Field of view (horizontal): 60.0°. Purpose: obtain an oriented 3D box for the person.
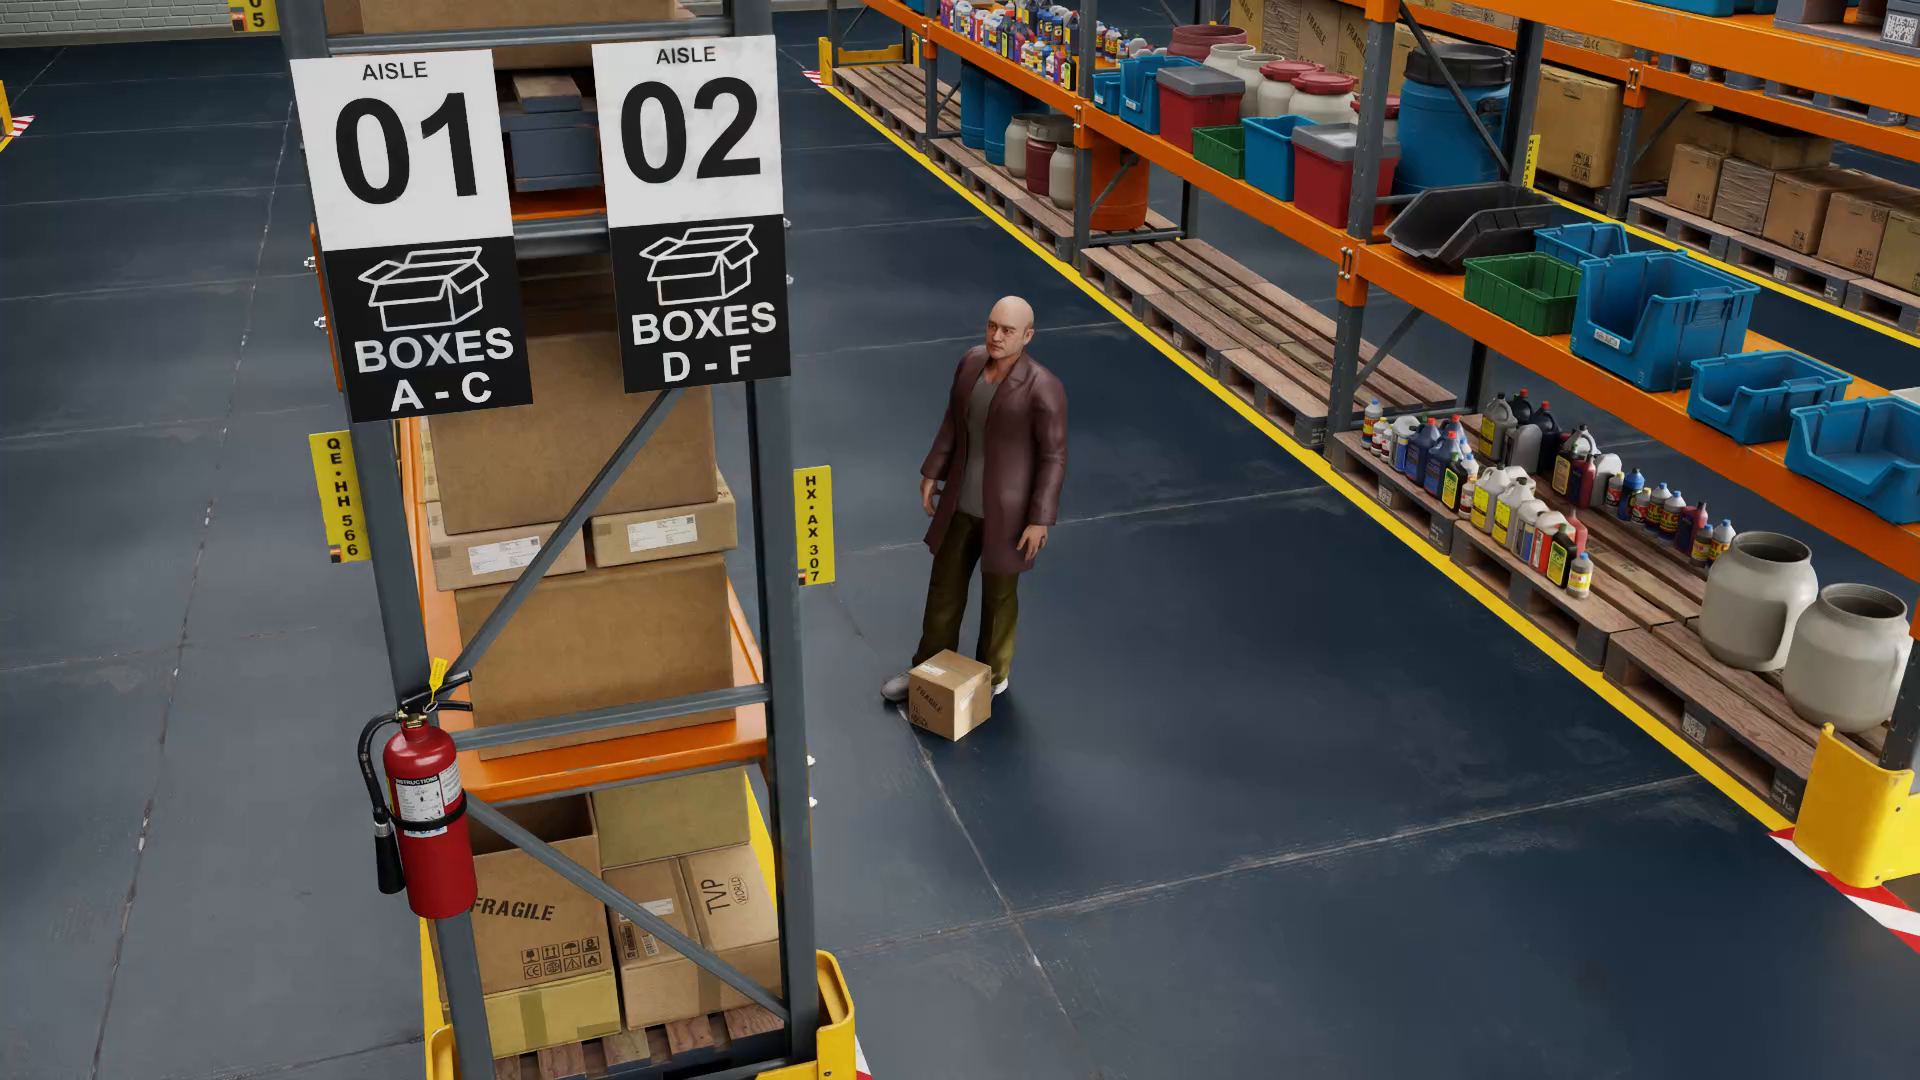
[{"bbox_3d":[0.065,-0.111,6.838,0.697,1.779,0.579,20,33,35],"label":"person"}]
